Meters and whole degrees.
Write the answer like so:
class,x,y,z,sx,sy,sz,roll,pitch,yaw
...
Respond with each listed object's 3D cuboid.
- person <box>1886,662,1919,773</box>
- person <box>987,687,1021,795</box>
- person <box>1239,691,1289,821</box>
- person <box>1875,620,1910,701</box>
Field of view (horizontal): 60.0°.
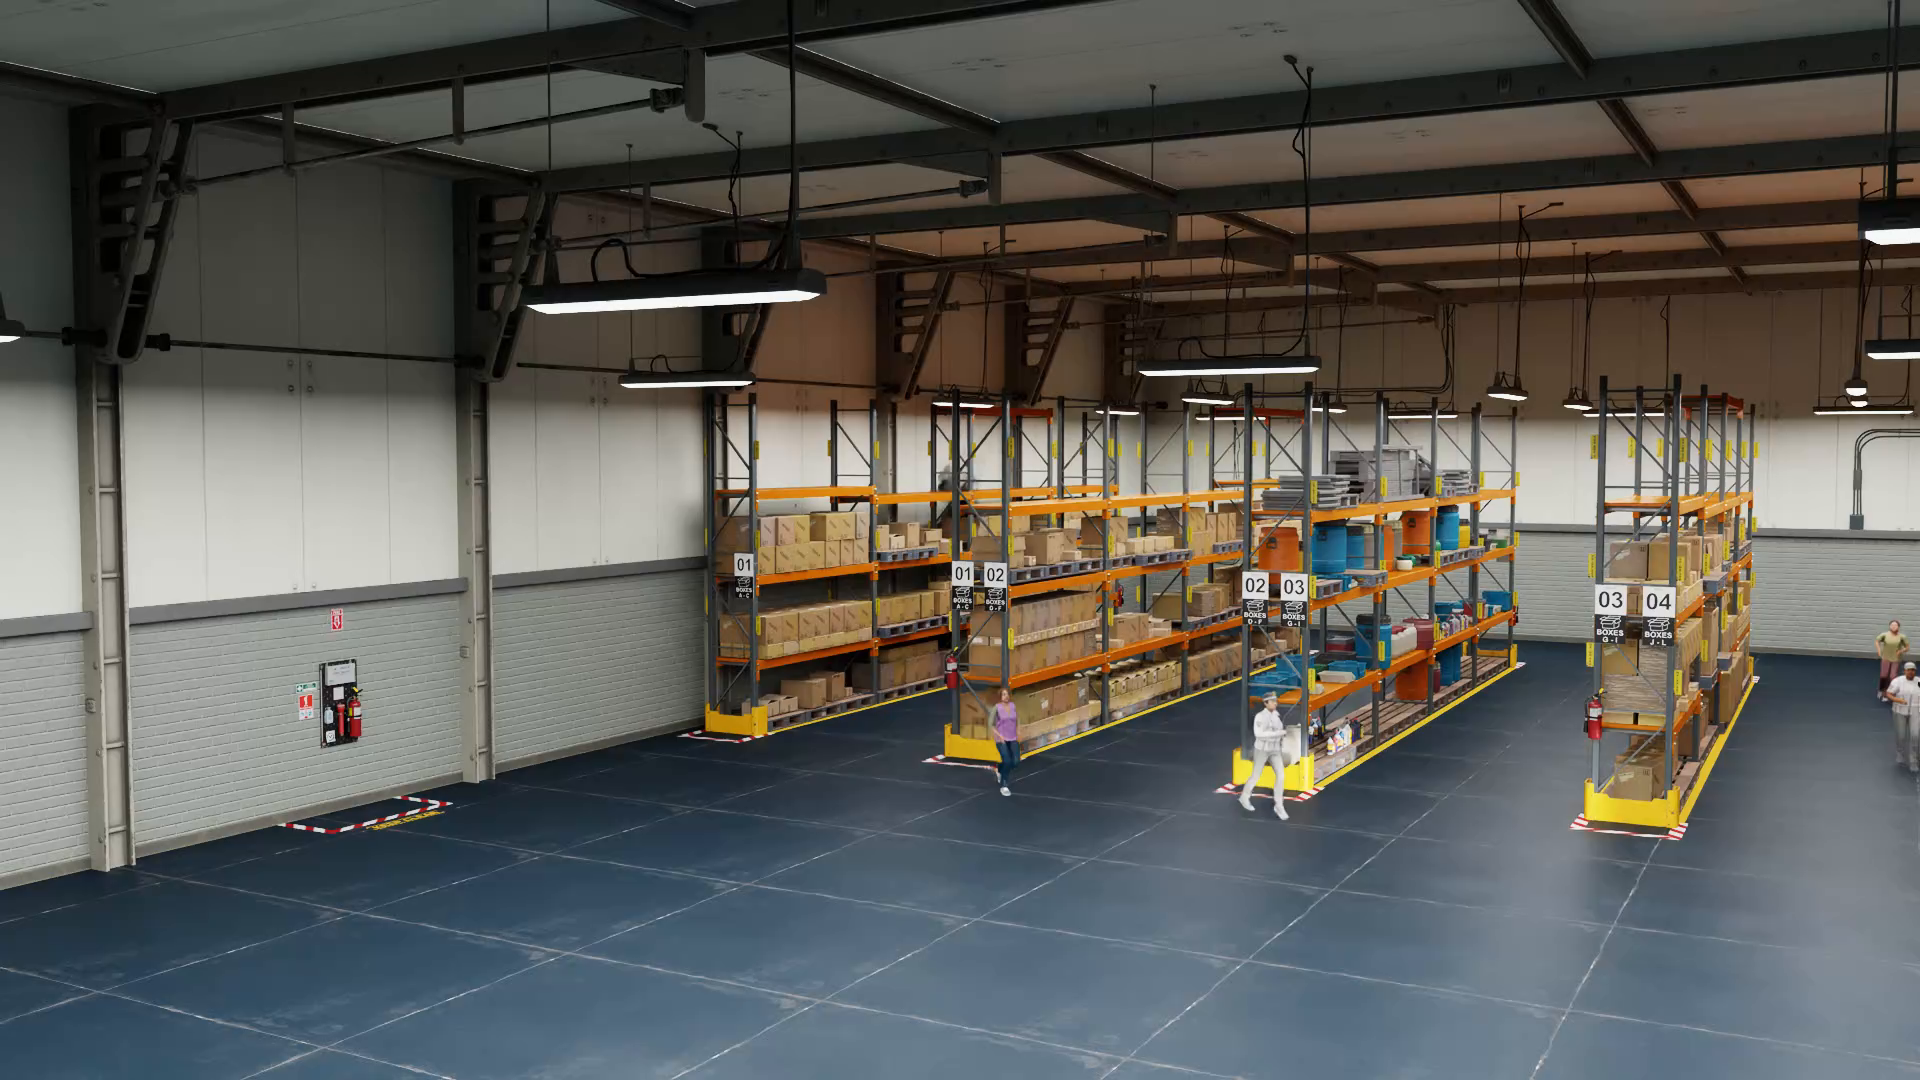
class,x,y,z,sx,sy,sz,roll,pitch,yaw
person,14.916,2.759,26.199,0.598,1.696,0.852,1,3,24
person,0.651,2.922,24.228,0.541,1.566,0.496,-2,3,-27
person,4.192,2.921,22.747,0.600,1.735,0.817,-2,4,-31
person,18.490,2.399,32.990,0.607,1.628,0.521,2,4,28
